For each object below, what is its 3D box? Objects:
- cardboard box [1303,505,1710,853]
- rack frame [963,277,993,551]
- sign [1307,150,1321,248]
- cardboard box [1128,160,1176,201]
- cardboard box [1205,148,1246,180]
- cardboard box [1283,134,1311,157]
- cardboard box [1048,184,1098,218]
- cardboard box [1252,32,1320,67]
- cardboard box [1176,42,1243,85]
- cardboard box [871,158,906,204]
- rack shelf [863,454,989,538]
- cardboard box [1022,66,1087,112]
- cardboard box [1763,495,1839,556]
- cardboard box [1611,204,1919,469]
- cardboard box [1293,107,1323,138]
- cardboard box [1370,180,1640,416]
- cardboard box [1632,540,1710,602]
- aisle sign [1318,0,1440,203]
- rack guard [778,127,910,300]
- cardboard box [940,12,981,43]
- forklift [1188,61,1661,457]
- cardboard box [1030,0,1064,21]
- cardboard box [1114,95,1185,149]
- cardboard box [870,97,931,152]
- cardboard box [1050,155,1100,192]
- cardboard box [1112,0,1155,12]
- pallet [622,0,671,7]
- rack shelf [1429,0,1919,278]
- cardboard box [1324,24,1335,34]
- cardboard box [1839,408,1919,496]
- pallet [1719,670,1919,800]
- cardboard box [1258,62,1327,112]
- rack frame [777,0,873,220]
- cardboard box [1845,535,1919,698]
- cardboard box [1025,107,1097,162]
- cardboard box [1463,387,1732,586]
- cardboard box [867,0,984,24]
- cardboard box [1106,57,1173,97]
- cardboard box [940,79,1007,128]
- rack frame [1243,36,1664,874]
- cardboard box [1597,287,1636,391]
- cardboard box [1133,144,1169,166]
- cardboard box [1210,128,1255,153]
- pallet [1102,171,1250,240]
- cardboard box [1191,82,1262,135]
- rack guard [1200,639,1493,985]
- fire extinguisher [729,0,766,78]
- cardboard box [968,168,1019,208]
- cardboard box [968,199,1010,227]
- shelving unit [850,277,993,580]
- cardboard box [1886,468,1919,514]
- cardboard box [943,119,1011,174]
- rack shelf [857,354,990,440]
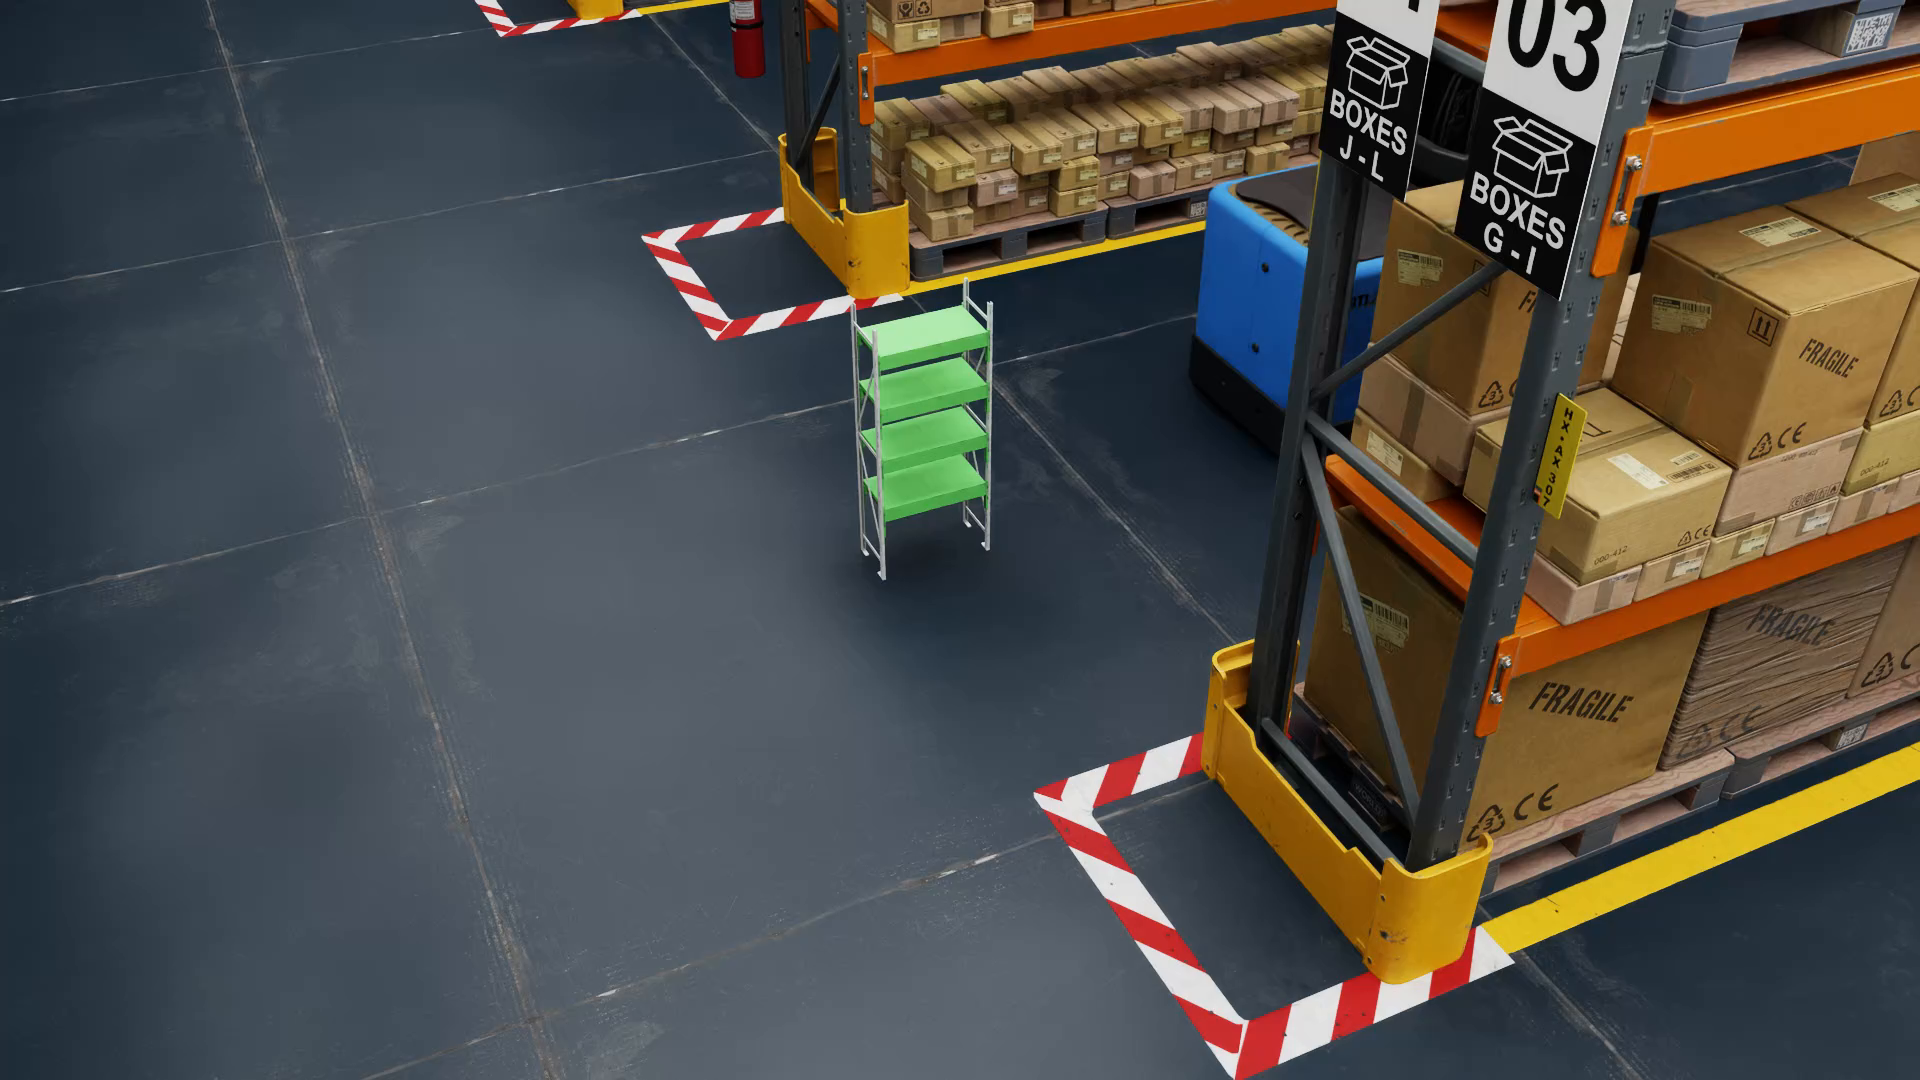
[{"bbox_3d":[1.836,0.348,5.693,0.875,0.875,0.875,-16,39,-20],"label":"cardboard box"},{"bbox_3d":[0.071,-0.502,6.919,0.015,1.200,0.240,-16,39,-20],"label":"rack frame"},{"bbox_3d":[1.072,-0.988,4.893,0.005,0.325,0.100,-16,39,-20],"label":"sign"},{"bbox_3d":[1.040,-2.130,9.644,0.250,0.149,0.380,-18,40,-22],"label":"cardboard box"},{"bbox_3d":[1.484,-2.293,9.864,0.250,0.149,0.380,-15,39,-19],"label":"cardboard box"},{"bbox_3d":[1.913,-2.461,10.091,0.250,0.149,0.380,-17,40,-21],"label":"cardboard box"},{"bbox_3d":[0.587,-1.998,9.466,0.250,0.149,0.380,-15,39,-19],"label":"cardboard box"},{"bbox_3d":[2.013,-3.003,10.322,0.250,0.149,0.380,-16,40,-21],"label":"cardboard box"},{"bbox_3d":[1.521,-2.904,10.189,0.250,0.149,0.380,-15,39,-19],"label":"cardboard box"},{"bbox_3d":[-0.338,-2.101,9.605,0.250,0.149,0.380,-15,39,-19],"label":"cardboard box"},{"bbox_3d":[-0.150,-0.196,7.017,0.480,0.148,0.258,-16,39,-20],"label":"rack shelf"},{"bbox_3d":[0.559,-2.661,9.861,0.250,0.149,0.380,-14,39,-18],"label":"cardboard box"},{"bbox_3d":[2.451,-0.140,5.131,0.250,0.149,0.380,-16,40,-21],"label":"cardboard box"},{"bbox_3d":[2.292,-0.594,4.780,0.500,0.500,0.500,-17,40,-21],"label":"cardboard box"},{"bbox_3d":[2.002,-2.573,9.992,0.250,0.149,0.380,-15,39,-20],"label":"cardboard box"},{"bbox_3d":[1.620,-0.757,4.999,0.500,0.500,0.500,-15,39,-19],"label":"cardboard box"},{"bbox_3d":[1.984,-0.008,4.954,0.250,0.149,0.380,-16,40,-21],"label":"cardboard box"},{"bbox_3d":[1.098,-1.319,4.328,0.004,0.787,0.394,-16,39,-20],"label":"aisle sign"},{"bbox_3d":[-0.657,-1.847,9.320,0.348,0.500,1.175,-16,39,-20],"label":"rack guard"},{"bbox_3d":[-0.080,-2.723,8.614,0.250,0.149,0.380,-14,39,-18],"label":"cardboard box"},{"bbox_3d":[2.689,-2.067,7.577,3.031,2.935,1.130,-16,39,-20],"label":"forklift"},{"bbox_3d":[0.363,-2.901,8.855,0.250,0.149,0.380,-14,39,-18],"label":"cardboard box"},{"bbox_3d":[1.076,-2.387,9.492,0.250,0.149,0.380,-15,39,-19],"label":"cardboard box"},{"bbox_3d":[-0.354,-2.365,9.462,0.250,0.149,0.380,-15,39,-19],"label":"cardboard box"},{"bbox_3d":[0.592,-2.124,9.386,0.250,0.149,0.380,-14,39,-19],"label":"cardboard box"},{"bbox_3d":[0.854,-3.004,8.993,0.250,0.149,0.380,-16,40,-21],"label":"cardboard box"},{"bbox_3d":[-2.230,-4.600,13.275,1.213,0.211,1.003,-16,39,-20],"label":"pallet"},{"bbox_3d":[3.101,-1.553,4.912,4.000,0.370,1.077,-16,39,-20],"label":"rack shelf"},{"bbox_3d":[2.495,-3.131,10.495,0.250,0.149,0.380,-14,39,-18],"label":"cardboard box"},{"bbox_3d":[2.764,-0.427,5.184,0.500,0.250,0.500,-17,40,-21],"label":"cardboard box"},{"bbox_3d":[3.084,0.438,6.483,1.213,0.211,1.003,-16,39,-20],"label":"pallet"},{"bbox_3d":[1.979,-2.700,9.913,0.250,0.149,0.380,-14,39,-18],"label":"cardboard box"},{"bbox_3d":[-0.726,-2.832,8.550,0.127,3.000,1.000,-16,39,-20],"label":"rack frame"},{"bbox_3d":[3.465,-0.107,6.308,0.875,0.875,0.875,-16,39,-20],"label":"cardboard box"},{"bbox_3d":[0.563,-2.280,9.348,0.250,0.149,0.380,-18,40,-22],"label":"cardboard box"},{"bbox_3d":[1.840,-0.166,4.833,0.500,0.250,0.500,-17,40,-21],"label":"cardboard box"},{"bbox_3d":[-0.202,-2.956,8.384,0.500,0.500,0.500,-14,39,-18],"label":"cardboard box"},{"bbox_3d":[1.070,-2.749,9.980,0.250,0.149,0.380,-15,39,-20],"label":"cardboard box"},{"bbox_3d":[0.078,-2.532,9.686,0.250,0.149,0.380,-16,40,-21],"label":"cardboard box"},{"bbox_3d":[1.290,-0.131,4.909,0.127,3.000,1.000,-16,39,-20],"label":"rack frame"},{"bbox_3d":[2.076,-0.584,5.396,0.500,0.250,0.500,-16,40,-21],"label":"cardboard box"},{"bbox_3d":[1.020,-2.333,9.669,0.250,0.149,0.380,-14,39,-18],"label":"cardboard box"},{"bbox_3d":[1.528,-2.441,9.814,0.250,0.149,0.380,-17,40,-22],"label":"cardboard box"},{"bbox_3d":[1.196,-2.224,10.071,1.213,0.211,1.003,-16,39,-20],"label":"pallet"},{"bbox_3d":[1.534,-2.507,9.653,0.250,0.149,0.380,-17,40,-22],"label":"cardboard box"},{"bbox_3d":[1.269,0.879,5.646,0.348,0.500,1.175,-16,39,-20],"label":"rack guard"},{"bbox_3d":[-1.150,-2.836,8.934,0.183,0.674,0.296,-16,39,-20],"label":"fire extinguisher"},{"bbox_3d":[0.130,-2.008,9.230,0.250,0.149,0.380,-16,39,-20],"label":"cardboard box"},{"bbox_3d":[0.087,-1.926,9.369,0.250,0.149,0.380,-16,39,-20],"label":"cardboard box"},{"bbox_3d":[-0.150,-0.440,6.836,0.503,1.200,0.258,-16,39,-20],"label":"shelving unit"},{"bbox_3d":[2.915,-0.269,5.306,0.250,0.149,0.380,-16,39,-20],"label":"cardboard box"},{"bbox_3d":[0.092,-2.178,9.210,0.250,0.149,0.380,-15,39,-19],"label":"cardboard box"},{"bbox_3d":[-0.150,-0.581,6.731,0.480,0.148,0.258,-16,39,-20],"label":"rack shelf"}]
